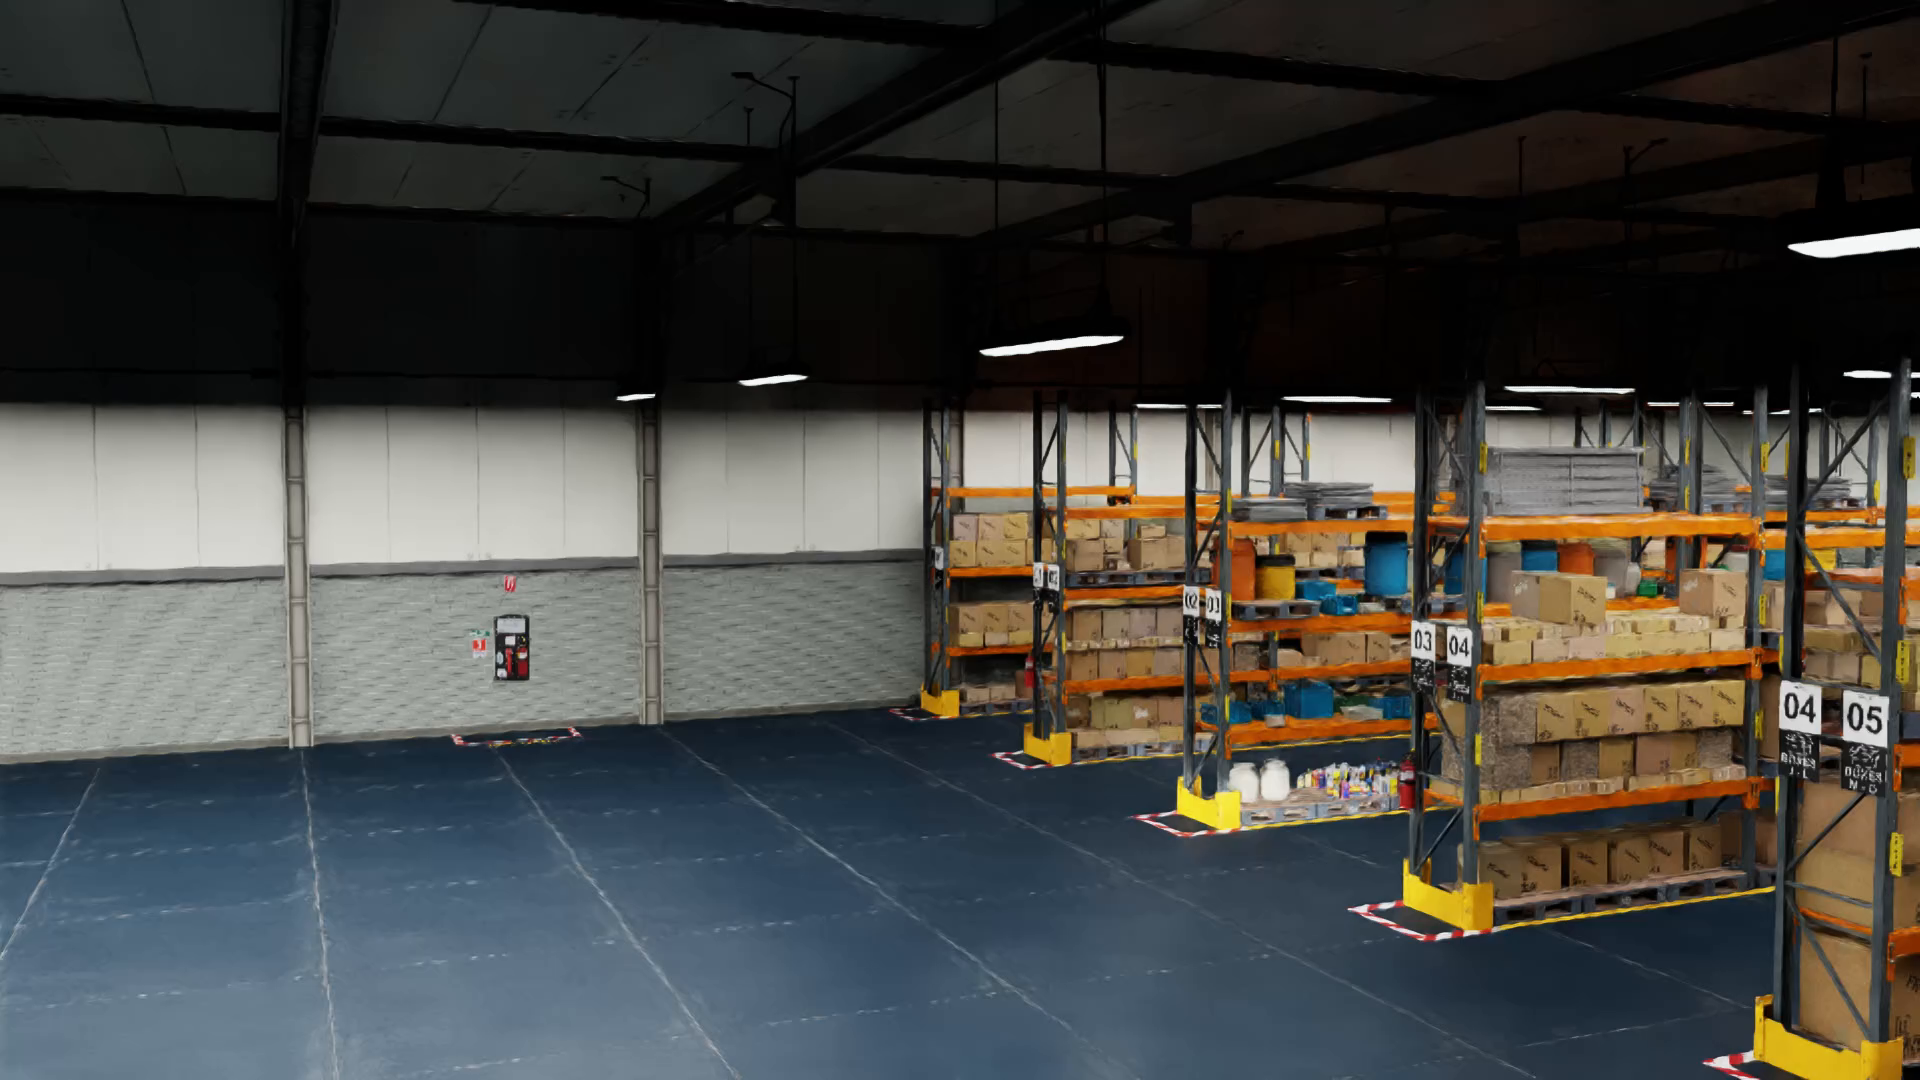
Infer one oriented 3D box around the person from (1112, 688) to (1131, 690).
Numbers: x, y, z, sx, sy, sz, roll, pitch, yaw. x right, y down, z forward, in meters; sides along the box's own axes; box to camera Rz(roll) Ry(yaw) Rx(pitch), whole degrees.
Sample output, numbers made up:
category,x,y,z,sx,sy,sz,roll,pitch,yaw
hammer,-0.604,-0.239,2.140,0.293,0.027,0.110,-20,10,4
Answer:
category,x,y,z,sx,sy,sz,roll,pitch,yaw
person,2.881,2.619,29.626,0.507,1.619,0.580,-2,4,-25
